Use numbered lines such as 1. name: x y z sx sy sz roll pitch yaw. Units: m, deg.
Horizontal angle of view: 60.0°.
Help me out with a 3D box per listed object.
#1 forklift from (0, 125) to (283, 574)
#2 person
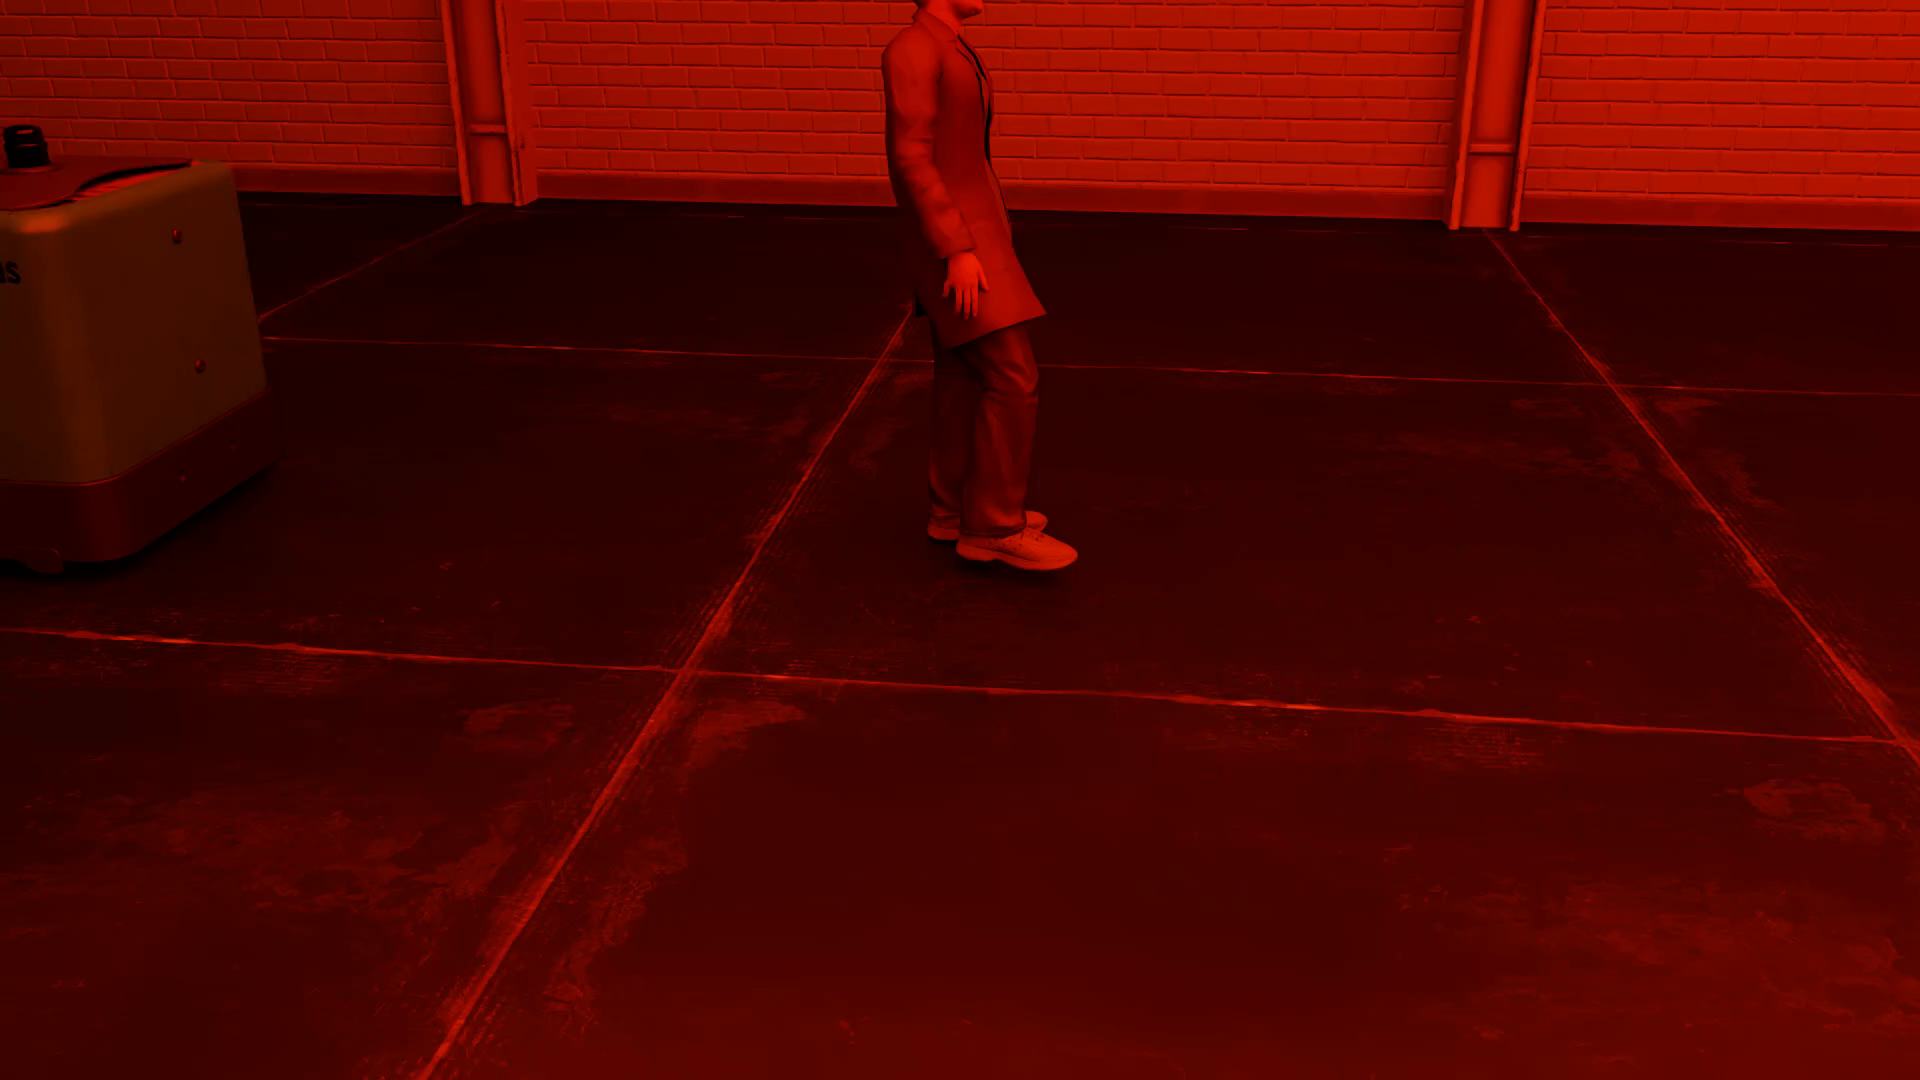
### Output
1. forklift: -3.875 -1.483 4.935 3.031 2.935 1.130 2 22 6
2. person: 0.090 -0.826 4.827 0.583 1.775 0.696 3 22 7
